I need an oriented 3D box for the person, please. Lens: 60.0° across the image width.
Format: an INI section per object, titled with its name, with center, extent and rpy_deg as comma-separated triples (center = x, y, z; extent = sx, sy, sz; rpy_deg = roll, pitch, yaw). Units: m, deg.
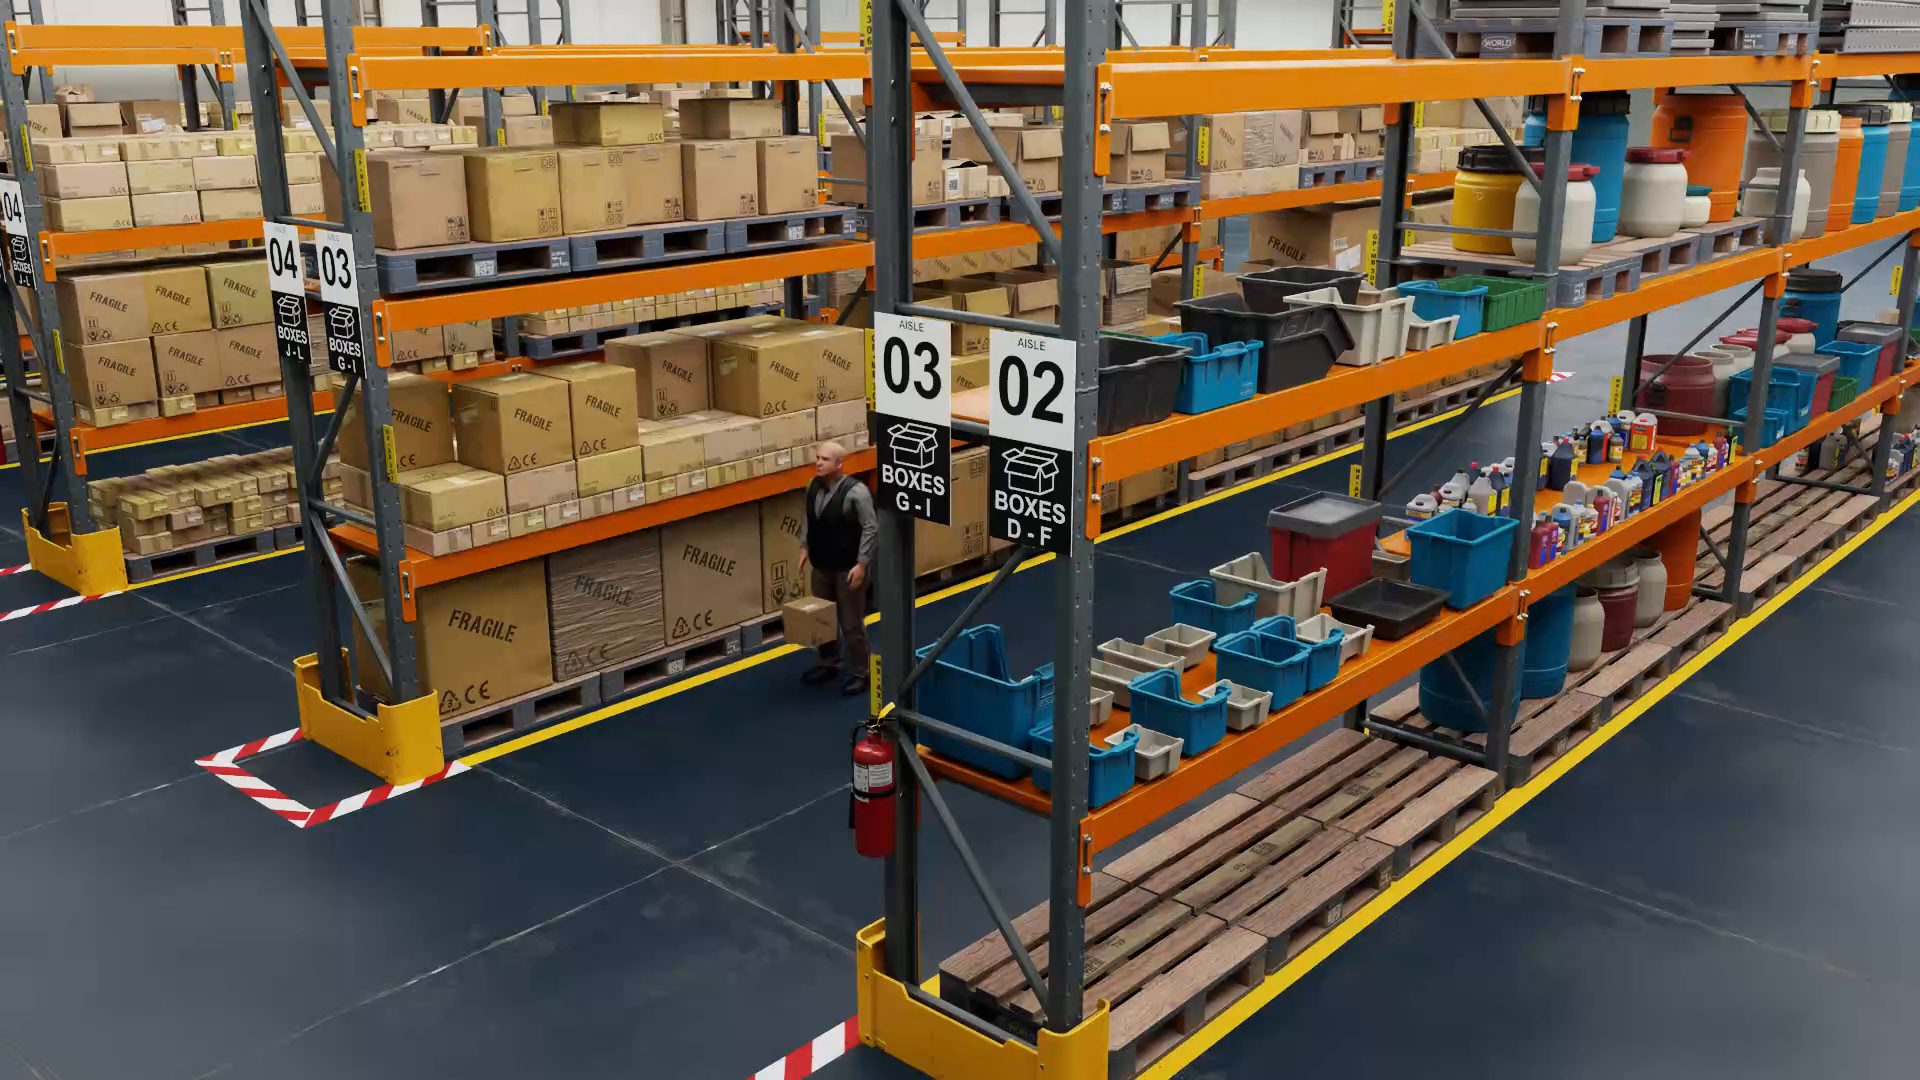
[person]
center = -0.807, 0.175, 11.013
extent = 0.633, 1.715, 0.424
rpy_deg = 14, 22, 39
